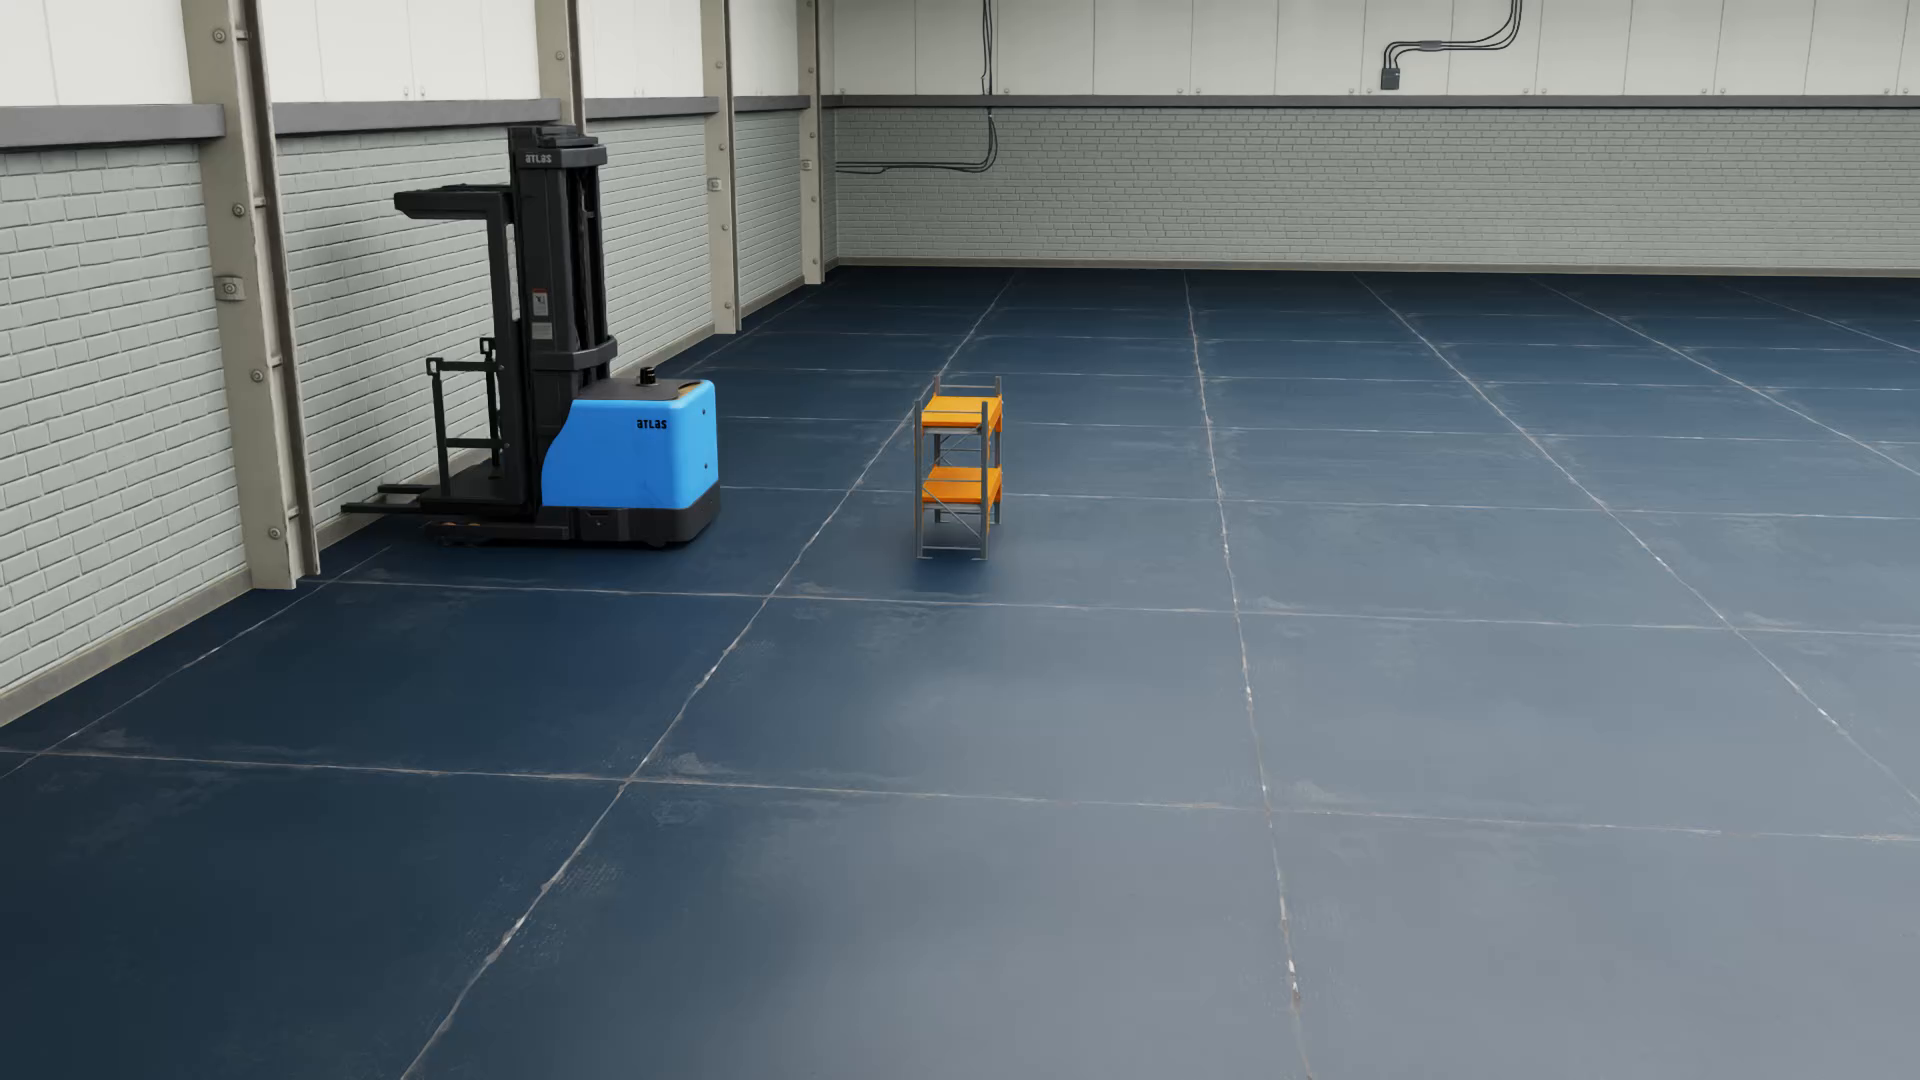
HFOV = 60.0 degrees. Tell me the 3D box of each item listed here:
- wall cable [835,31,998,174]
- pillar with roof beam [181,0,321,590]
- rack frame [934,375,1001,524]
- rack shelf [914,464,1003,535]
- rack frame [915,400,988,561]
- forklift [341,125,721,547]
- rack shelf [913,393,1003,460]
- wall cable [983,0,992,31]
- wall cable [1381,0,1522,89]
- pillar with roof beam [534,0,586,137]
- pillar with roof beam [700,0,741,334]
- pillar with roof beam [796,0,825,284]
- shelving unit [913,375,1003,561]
[{"bbox_3d":[-0.853,-7.968,30.339,3.097,2.526,0.112,2,15,6],"label":"wall cable"},{"bbox_3d":[-0.253,-3.947,9.518,9.100,9.000,0.400,2,15,6],"label":"pillar with roof beam"},{"bbox_3d":[0.057,-0.673,12.496,0.500,1.125,0.032,2,15,6],"label":"rack frame"},{"bbox_3d":[-0.001,-0.305,12.073,0.538,0.278,1.000,2,15,6],"label":"rack shelf"},{"bbox_3d":[-0.058,-0.409,11.521,0.500,1.125,0.032,2,15,6],"label":"rack frame"},{"bbox_3d":[-3.380,-1.505,12.113,3.031,2.935,1.130,2,15,6],"label":"forklift"},{"bbox_3d":[-0.001,-0.824,11.932,0.538,0.278,1.000,2,15,6],"label":"rack shelf"},{"bbox_3d":[1.835,-10.326,29.385,3.097,2.526,0.112,2,15,6],"label":"wall cable"},{"bbox_3d":[8.578,-10.825,28.440,2.305,6.003,0.169,2,15,6],"label":"wall cable"},{"bbox_3d":[0.424,-5.503,15.273,9.100,9.000,0.400,2,15,6],"label":"pillar with roof beam"},{"bbox_3d":[1.101,-7.059,21.028,9.100,9.000,0.400,2,15,6],"label":"pillar with roof beam"},{"bbox_3d":[1.778,-8.615,26.783,9.100,9.000,0.400,2,15,6],"label":"pillar with roof beam"},{"bbox_3d":[-0.001,-0.541,12.009,0.538,1.125,1.048,2,15,6],"label":"shelving unit"}]
